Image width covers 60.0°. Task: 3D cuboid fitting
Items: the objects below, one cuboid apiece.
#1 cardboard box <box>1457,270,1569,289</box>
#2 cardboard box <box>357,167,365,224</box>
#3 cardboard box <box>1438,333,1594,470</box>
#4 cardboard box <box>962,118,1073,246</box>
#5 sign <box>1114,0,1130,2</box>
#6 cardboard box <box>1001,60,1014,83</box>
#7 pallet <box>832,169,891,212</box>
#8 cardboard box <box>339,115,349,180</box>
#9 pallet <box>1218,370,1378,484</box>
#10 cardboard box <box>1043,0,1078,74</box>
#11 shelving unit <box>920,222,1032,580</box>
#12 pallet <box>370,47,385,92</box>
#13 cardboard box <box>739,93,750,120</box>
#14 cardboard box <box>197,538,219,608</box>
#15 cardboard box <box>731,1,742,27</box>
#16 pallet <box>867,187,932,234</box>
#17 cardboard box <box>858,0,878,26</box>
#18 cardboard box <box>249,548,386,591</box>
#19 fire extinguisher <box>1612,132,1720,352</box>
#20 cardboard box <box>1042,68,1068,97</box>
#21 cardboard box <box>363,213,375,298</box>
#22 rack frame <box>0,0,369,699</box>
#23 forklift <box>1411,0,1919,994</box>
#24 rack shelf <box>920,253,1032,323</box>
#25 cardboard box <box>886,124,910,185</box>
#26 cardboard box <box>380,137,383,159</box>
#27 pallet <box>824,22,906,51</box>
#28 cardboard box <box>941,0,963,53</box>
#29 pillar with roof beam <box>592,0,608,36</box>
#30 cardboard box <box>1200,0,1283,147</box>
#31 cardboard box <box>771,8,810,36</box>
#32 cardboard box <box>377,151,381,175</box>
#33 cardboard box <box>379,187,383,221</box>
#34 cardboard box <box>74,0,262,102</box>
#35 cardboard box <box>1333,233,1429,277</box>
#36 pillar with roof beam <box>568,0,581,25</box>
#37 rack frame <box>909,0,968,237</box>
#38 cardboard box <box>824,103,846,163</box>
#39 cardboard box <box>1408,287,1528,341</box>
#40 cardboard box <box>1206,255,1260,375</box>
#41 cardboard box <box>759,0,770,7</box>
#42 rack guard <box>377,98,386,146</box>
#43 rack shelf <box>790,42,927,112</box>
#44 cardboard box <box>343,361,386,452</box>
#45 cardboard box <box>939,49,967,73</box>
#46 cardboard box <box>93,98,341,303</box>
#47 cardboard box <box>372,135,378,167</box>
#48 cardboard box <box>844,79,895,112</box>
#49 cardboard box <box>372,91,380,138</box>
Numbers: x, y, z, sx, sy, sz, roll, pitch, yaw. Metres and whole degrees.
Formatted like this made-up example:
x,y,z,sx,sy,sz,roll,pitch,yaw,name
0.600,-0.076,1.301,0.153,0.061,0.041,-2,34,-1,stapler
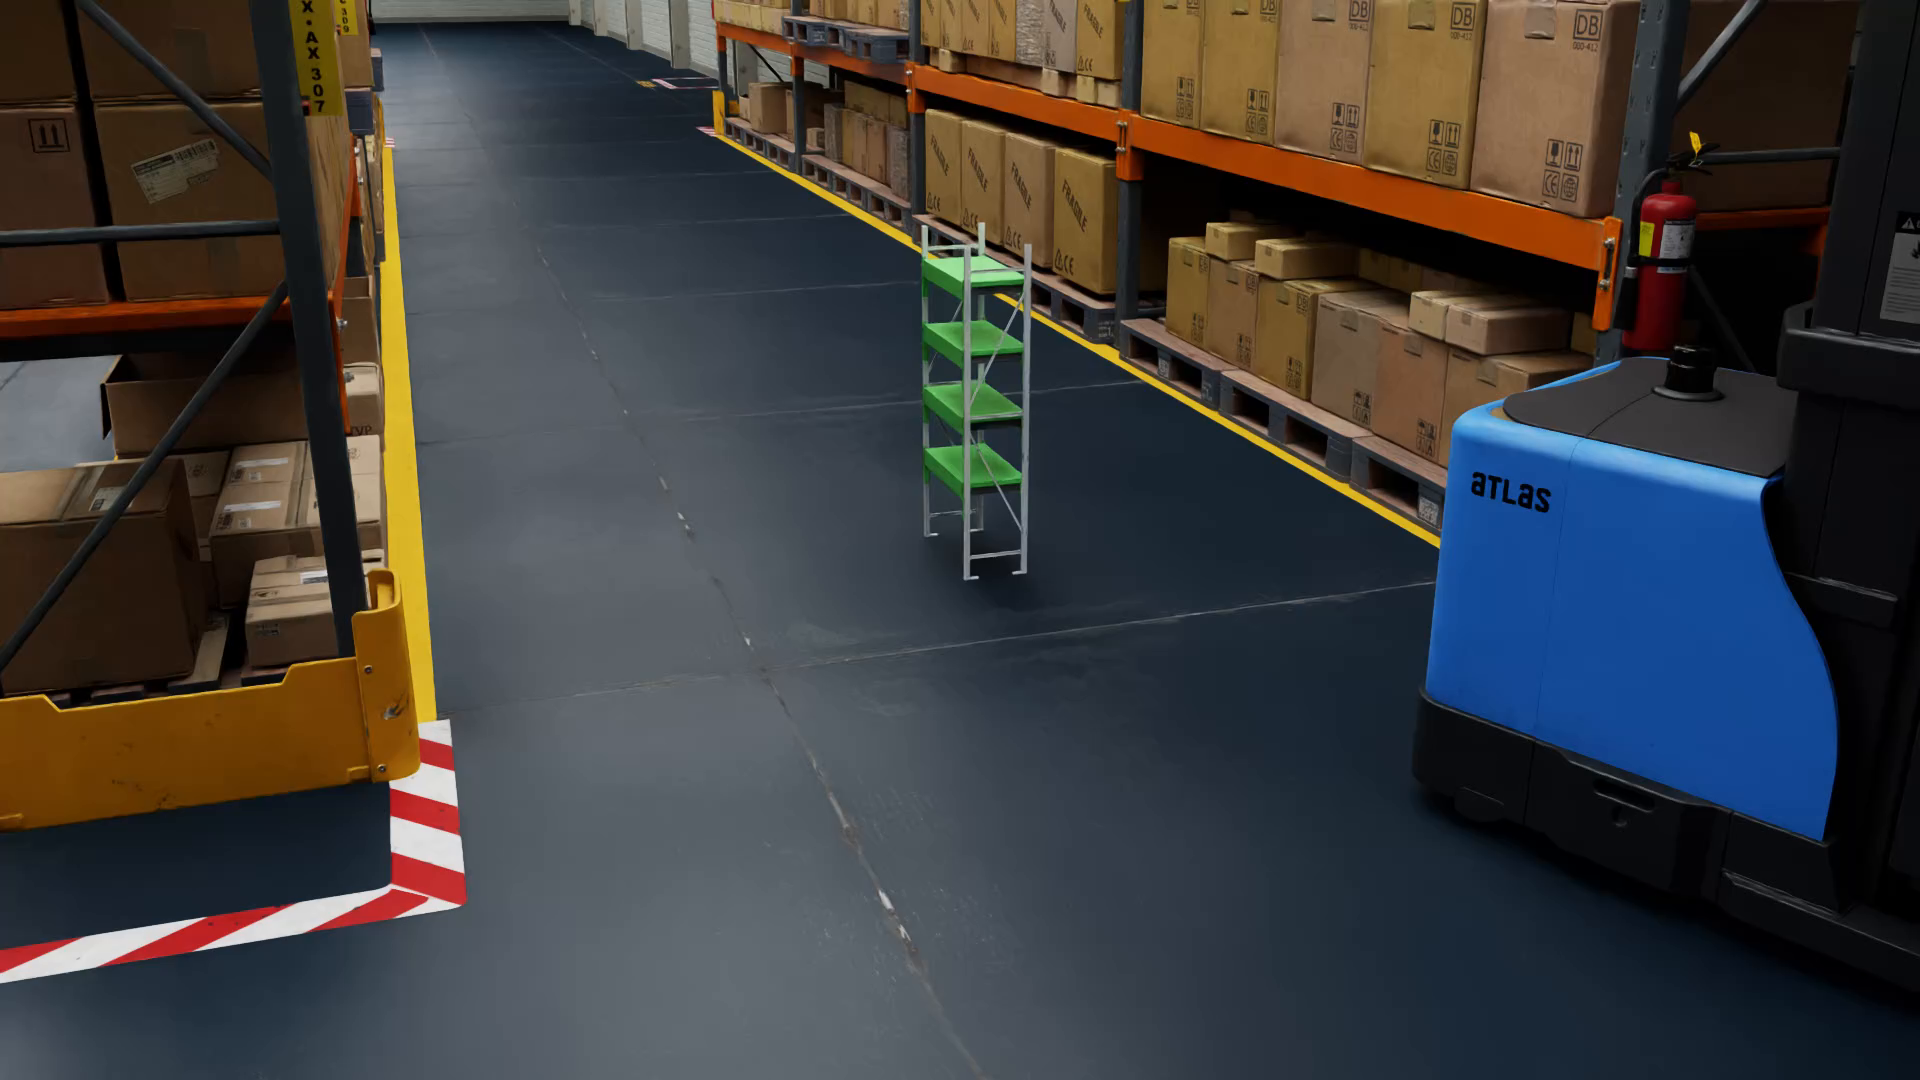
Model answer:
x,y,z,sx,sy,sz,roll,pitch,yaw,name
2.301,-1.019,6.932,0.380,0.149,0.250,-6,21,-17,cardboard box
-3.569,-1.896,9.195,0.500,0.250,0.500,-6,21,-17,cardboard box
2.310,-0.489,6.418,0.700,0.500,0.500,-6,21,-17,cardboard box
0.486,-2.476,11.430,0.750,0.750,0.750,-6,21,-17,cardboard box
0.856,-2.985,8.693,0.100,0.325,0.005,-6,21,-17,sign
0.486,-3.091,10.927,0.380,0.149,0.250,-6,21,-17,cardboard box
-0.514,-3.151,14.876,1.003,0.211,1.213,-6,21,-17,pallet
-2.606,-1.594,6.270,0.500,0.500,0.500,-6,21,-16,cardboard box
1.920,-0.581,7.721,1.003,0.211,1.213,-6,21,-17,pallet
0.814,-3.018,9.764,0.500,0.500,0.500,-6,21,-17,cardboard box
0.052,-0.512,6.066,0.258,1.200,0.503,-6,21,-17,shelving unit
-4.311,-2.993,10.597,1.213,0.211,1.003,-6,21,-17,pallet
-2.272,-5.099,19.501,0.500,0.311,0.500,-9,22,-23,cardboard box
-2.523,0.112,5.208,0.380,0.166,0.250,-6,21,-17,cardboard box
-2.221,-5.808,18.341,0.500,0.250,0.500,-7,21,-18,cardboard box
-0.134,-2.760,13.788,1.003,0.211,1.213,-6,21,-17,pallet
-0.460,-4.623,14.050,0.700,0.500,0.500,-6,21,-17,cardboard box
-1.961,0.149,5.106,0.380,0.166,0.250,-6,21,-17,cardboard box
2.234,-0.945,5.275,0.296,0.674,0.183,-6,21,-17,fire extinguisher
0.713,-2.752,9.984,0.380,0.149,0.250,-6,21,-17,cardboard box
-3.583,-1.553,9.350,0.500,0.500,0.500,-6,21,-17,cardboard box
-2.077,-0.727,4.002,1.000,3.000,0.127,-6,21,-17,rack frame
2.575,-0.426,3.268,1.130,2.935,3.031,-17,26,-39,forklift
0.052,-0.903,5.925,0.258,0.148,0.480,-6,21,-17,rack shelf
-0.217,-3.255,14.089,0.700,0.500,0.500,-6,21,-17,cardboard box
-5.859,-3.823,16.069,0.500,0.250,0.500,-6,21,-17,cardboard box
-0.551,-4.362,14.407,1.003,0.211,1.213,-6,21,-17,pallet
0.176,-3.666,11.567,0.500,0.500,0.500,-6,21,-15,cardboard box
-12.993,-16.324,38.551,9.100,9.000,0.400,-6,21,-17,pillar with roof beam
1.747,-2.268,7.850,0.980,0.700,0.700,-7,21,-19,cardboard box
-1.583,-5.164,16.547,0.500,0.250,0.500,-6,21,-17,cardboard box
-5.443,-3.379,14.832,0.500,0.250,0.500,-7,21,-18,cardboard box
-4.636,-2.558,12.547,0.500,0.250,0.500,-7,21,-19,cardboard box
-1.966,-1.415,4.290,0.500,0.500,0.500,-6,21,-16,cardboard box
1.978,-1.346,7.845,0.380,0.149,0.250,-6,21,-17,cardboard box
-14.879,-18.249,43.912,9.100,9.000,0.400,-6,21,-17,pillar with roof beam
0.110,-3.821,12.618,1.000,3.000,0.127,-6,21,-17,rack frame
-0.900,-3.901,15.887,0.700,0.500,0.500,-6,21,-15,cardboard box
2.016,-0.898,6.597,0.380,0.149,0.250,-6,21,-16,cardboard box
1.660,-1.146,8.248,0.700,0.500,0.500,-7,21,-18,cardboard box
-1.751,-5.675,16.862,0.500,0.500,0.500,-7,21,-18,cardboard box
-7.113,-4.692,18.741,1.175,0.500,0.348,-6,21,-17,rack guard
-0.518,-4.125,14.527,1.077,0.370,4.000,-6,21,-17,rack shelf
-2.650,-0.558,6.861,0.500,0.311,0.500,-6,21,-17,cardboard box
0.068,-3.406,11.804,0.380,0.149,0.250,-6,21,-16,cardboard box
-1.966,-0.944,4.459,0.500,0.500,0.500,-6,21,-16,cardboard box
-4.970,-3.157,13.386,0.500,0.311,0.500,-7,21,-18,cardboard box
-0.758,-4.113,15.368,0.500,0.250,0.500,-7,21,-18,cardboard box
-5.697,-4.016,15.497,0.500,0.500,0.500,-6,21,-17,cardboard box
